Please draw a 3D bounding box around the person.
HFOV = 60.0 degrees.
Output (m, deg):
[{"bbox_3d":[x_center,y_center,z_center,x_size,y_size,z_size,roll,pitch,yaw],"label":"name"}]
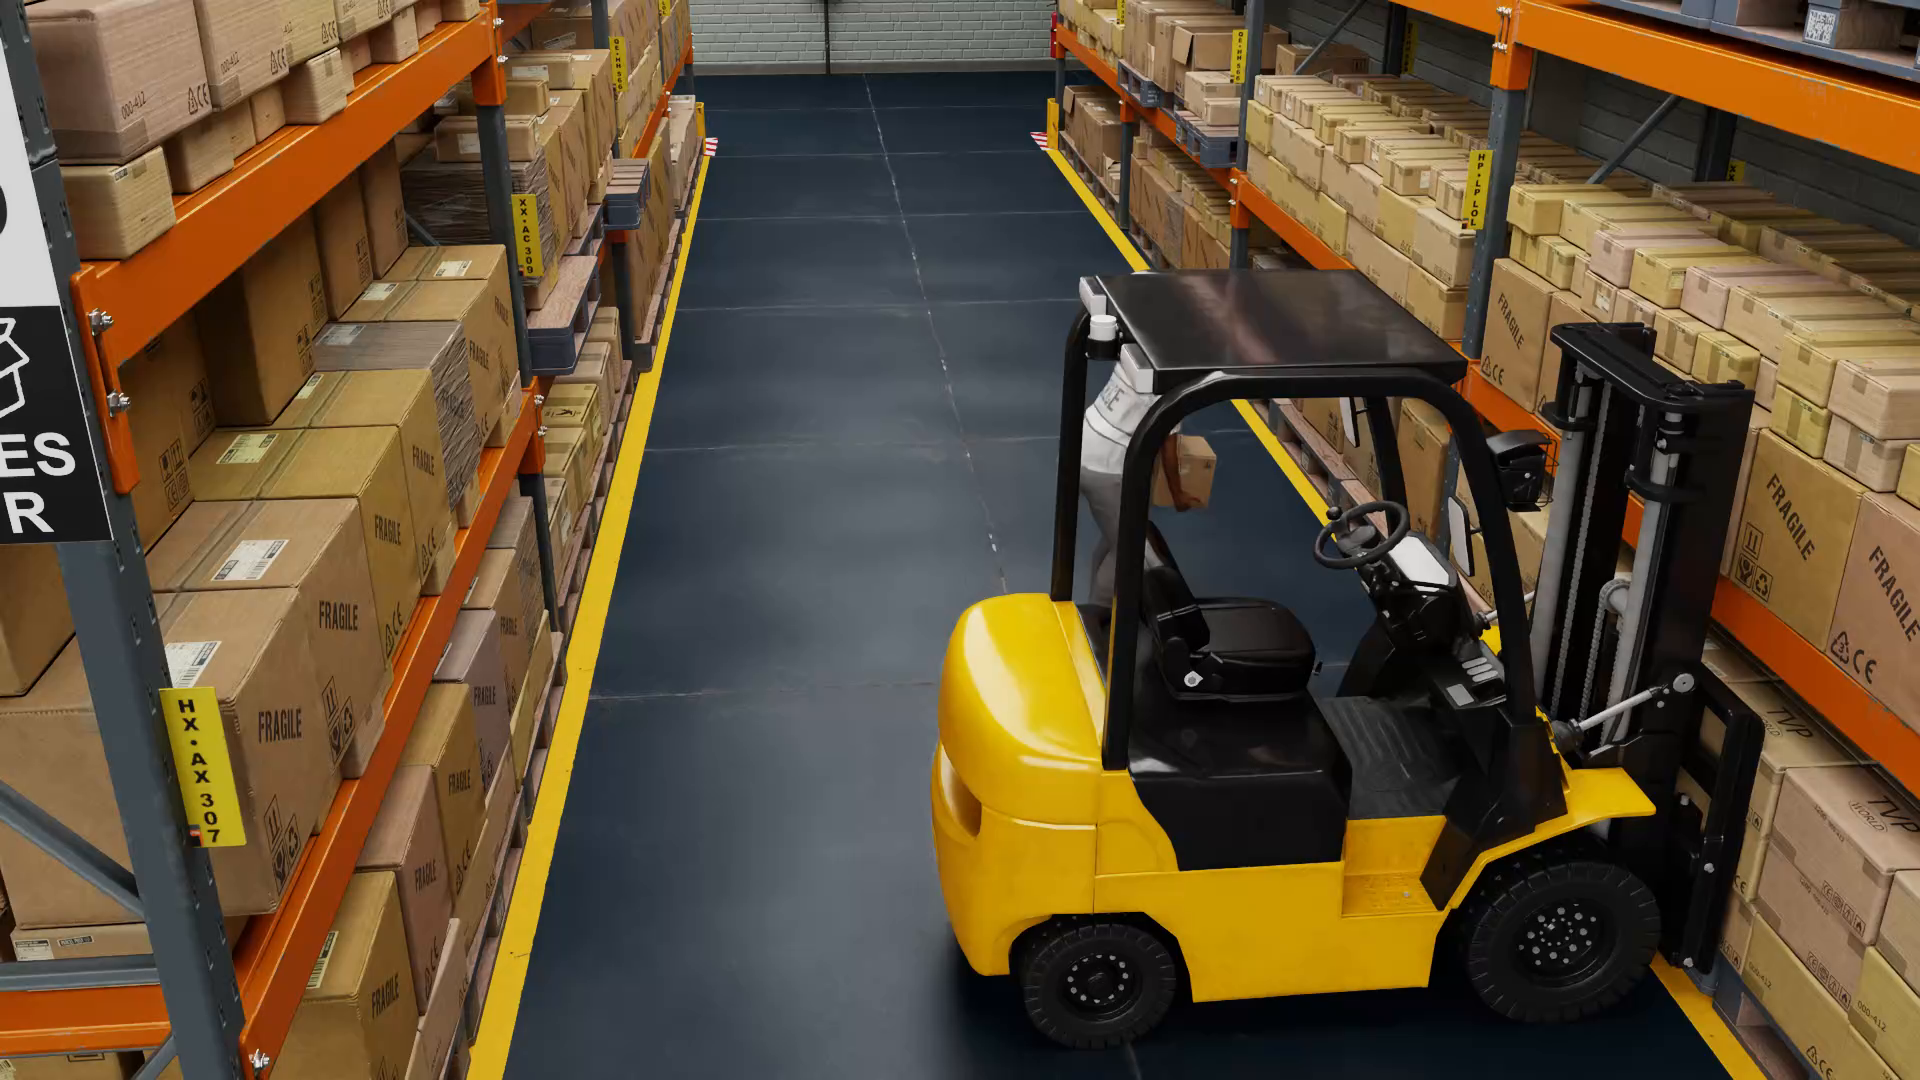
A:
[{"bbox_3d":[0.795,-0.291,7.398,0.646,1.559,0.412,-3,24,-6],"label":"person"}]
